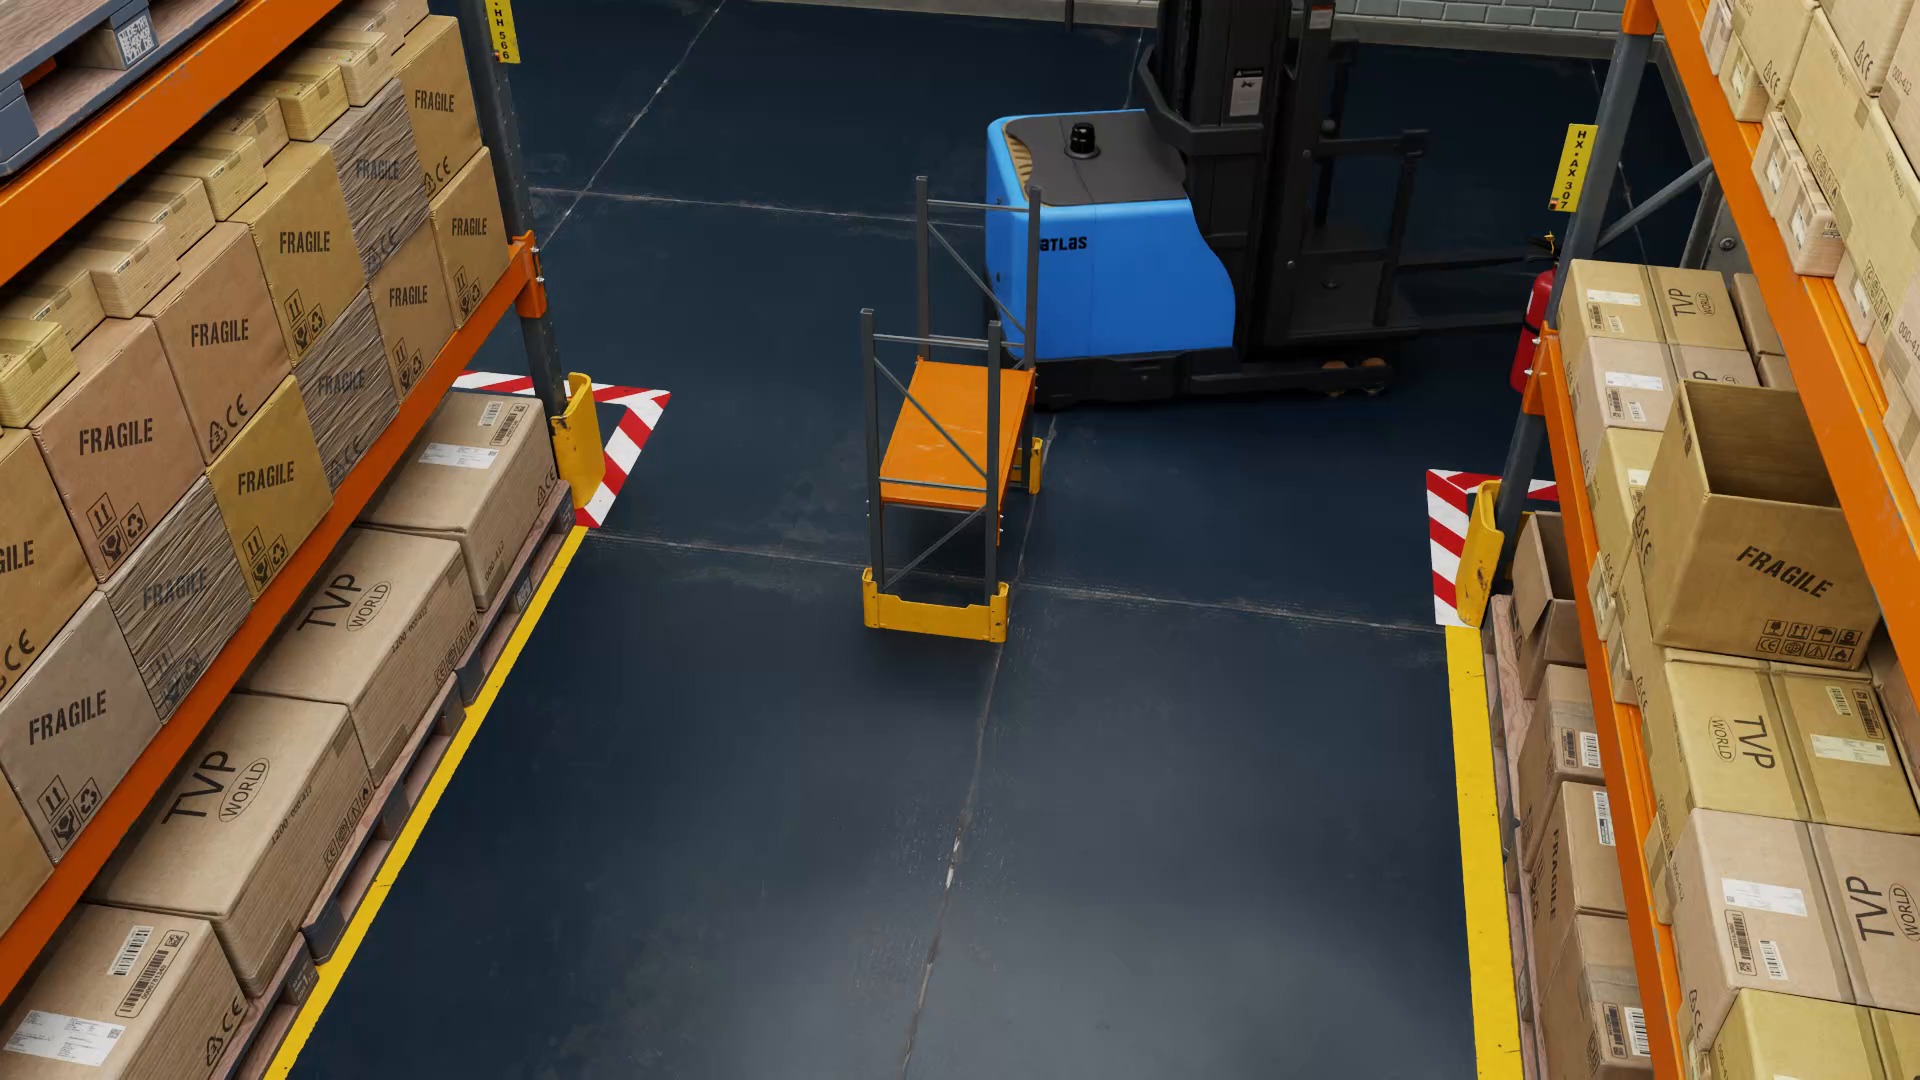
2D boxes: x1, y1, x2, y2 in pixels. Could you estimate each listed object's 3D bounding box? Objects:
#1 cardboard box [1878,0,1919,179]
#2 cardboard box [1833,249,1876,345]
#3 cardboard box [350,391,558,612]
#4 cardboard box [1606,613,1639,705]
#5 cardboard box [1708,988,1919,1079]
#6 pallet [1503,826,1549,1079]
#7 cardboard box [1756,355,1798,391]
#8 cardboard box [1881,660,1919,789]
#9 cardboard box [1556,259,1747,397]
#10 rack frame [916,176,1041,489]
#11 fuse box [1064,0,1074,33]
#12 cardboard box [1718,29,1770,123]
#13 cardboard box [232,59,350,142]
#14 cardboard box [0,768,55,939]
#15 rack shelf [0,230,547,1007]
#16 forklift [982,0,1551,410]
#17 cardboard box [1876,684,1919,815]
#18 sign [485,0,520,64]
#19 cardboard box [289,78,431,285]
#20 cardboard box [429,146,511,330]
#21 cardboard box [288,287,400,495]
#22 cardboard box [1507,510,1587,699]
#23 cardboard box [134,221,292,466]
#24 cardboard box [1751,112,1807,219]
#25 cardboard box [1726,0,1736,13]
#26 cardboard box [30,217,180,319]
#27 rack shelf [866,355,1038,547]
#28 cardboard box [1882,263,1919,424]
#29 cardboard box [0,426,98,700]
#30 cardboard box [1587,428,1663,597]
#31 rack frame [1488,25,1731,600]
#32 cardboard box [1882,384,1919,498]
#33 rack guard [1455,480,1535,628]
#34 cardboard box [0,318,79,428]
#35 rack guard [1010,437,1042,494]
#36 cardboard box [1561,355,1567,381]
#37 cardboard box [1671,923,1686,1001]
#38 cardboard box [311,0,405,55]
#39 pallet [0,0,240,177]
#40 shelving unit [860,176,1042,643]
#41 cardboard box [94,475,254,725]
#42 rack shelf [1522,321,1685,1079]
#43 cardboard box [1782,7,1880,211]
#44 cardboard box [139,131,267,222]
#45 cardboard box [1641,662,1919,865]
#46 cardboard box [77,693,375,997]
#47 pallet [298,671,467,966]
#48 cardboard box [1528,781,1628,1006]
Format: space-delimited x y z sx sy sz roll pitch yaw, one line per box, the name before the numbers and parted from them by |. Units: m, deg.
cardboard box | 2.000 -0.772 2.967 0.500 0.250 0.500 7 40 8
cardboard box | 2.006 -0.502 3.346 0.380 0.149 0.250 7 40 8
cardboard box | -2.239 -0.191 6.808 0.875 0.438 0.875 5 40 6
cardboard box | 2.042 0.347 4.674 0.380 0.149 0.250 7 40 9
cardboard box | 1.822 1.210 3.316 0.500 0.250 0.500 7 40 9
pallet | 2.303 1.490 5.283 1.003 0.211 1.213 6 40 8
cardboard box | 2.758 -0.312 5.158 0.500 0.250 0.500 7 40 8
cardboard box | 2.494 0.363 3.753 0.500 0.500 0.500 5 40 6
cardboard box | 2.323 -0.698 5.625 0.500 0.250 0.500 7 40 8
rack frame | 0.073 -0.844 7.093 0.500 1.500 0.032 6 40 8
fuse box | 0.773 -4.163 10.942 0.539 1.711 0.414 6 40 8
cardboard box | 2.119 -1.145 4.124 0.380 0.149 0.250 6 40 8
cardboard box | -2.154 -1.381 5.194 0.380 0.149 0.250 7 40 9
cardboard box | -2.576 0.765 3.893 0.500 0.500 0.500 8 40 9
rack shelf | -2.569 0.091 5.351 1.077 0.370 4.000 6 40 8
forklift | 1.672 -2.166 7.570 3.031 2.935 1.130 -5 40 -6
cardboard box | 2.497 0.637 4.010 0.500 0.250 0.500 7 40 9
sign | -1.691 -1.911 6.112 0.100 0.325 0.005 6 40 8
cardboard box | -2.133 -1.205 5.491 0.500 0.500 0.500 7 40 8
cardboard box | -2.046 -1.148 6.206 0.500 0.500 0.500 7 40 8
cardboard box | -2.227 -0.511 5.435 0.500 0.500 0.500 7 40 9
cardboard box | 2.467 0.277 6.190 0.797 0.503 0.637 5 40 6
cardboard box | -2.311 -0.580 4.734 0.500 0.500 0.500 6 40 7
cardboard box | 2.021 -0.830 3.743 0.380 0.149 0.250 6 40 8
cardboard box | 2.253 -1.540 4.289 0.500 0.250 0.500 7 40 9
cardboard box | -2.323 -0.728 4.405 0.380 0.149 0.250 7 40 8
rack shelf | -0.015 -0.386 6.822 0.538 0.185 1.000 6 40 8
cardboard box | 1.891 -0.257 2.737 0.500 0.250 0.500 5 40 6
cardboard box | -2.501 0.056 3.964 0.500 0.500 0.500 6 40 7
cardboard box | 2.151 -0.063 4.857 0.500 0.250 0.500 6 40 7
rack frame | 2.666 -0.897 5.980 1.000 3.000 0.127 6 40 8
cardboard box | 1.893 -0.178 2.955 0.380 0.149 0.250 6 40 8
rack guard | 2.653 0.114 6.719 1.175 0.500 0.348 6 40 8
cardboard box | -2.396 -0.415 4.026 0.380 0.149 0.250 5 40 6
rack guard | 0.073 -0.361 7.491 0.587 0.250 0.087 6 40 8
cardboard box | 2.339 -0.624 5.847 0.380 0.149 0.250 6 40 7
cardboard box | 1.898 0.989 3.896 0.380 0.149 0.250 7 40 9
cardboard box | -2.108 -1.706 5.587 0.380 0.149 0.250 7 40 8
pallet | -2.550 -1.329 4.219 1.003 0.211 1.213 6 40 8
shelving unit | -0.013 -0.530 6.714 0.587 1.500 1.083 6 40 8
cardboard box | -2.393 0.138 4.651 0.500 0.500 0.500 7 40 8
rack shelf | 2.320 0.636 4.691 1.077 0.370 4.000 6 40 8
cardboard box | 2.085 -0.893 3.506 0.500 0.250 0.500 6 40 7
cardboard box | -2.255 -1.061 4.807 0.380 0.149 0.250 7 40 9
cardboard box | 1.994 0.583 4.075 0.500 0.250 0.500 6 40 7
cardboard box | -2.547 0.950 5.428 0.875 0.438 0.875 5 40 6
pallet | -2.498 0.907 5.987 1.003 0.211 1.213 6 40 8
cardboard box | 2.091 1.131 5.160 0.500 0.500 0.500 7 40 8
